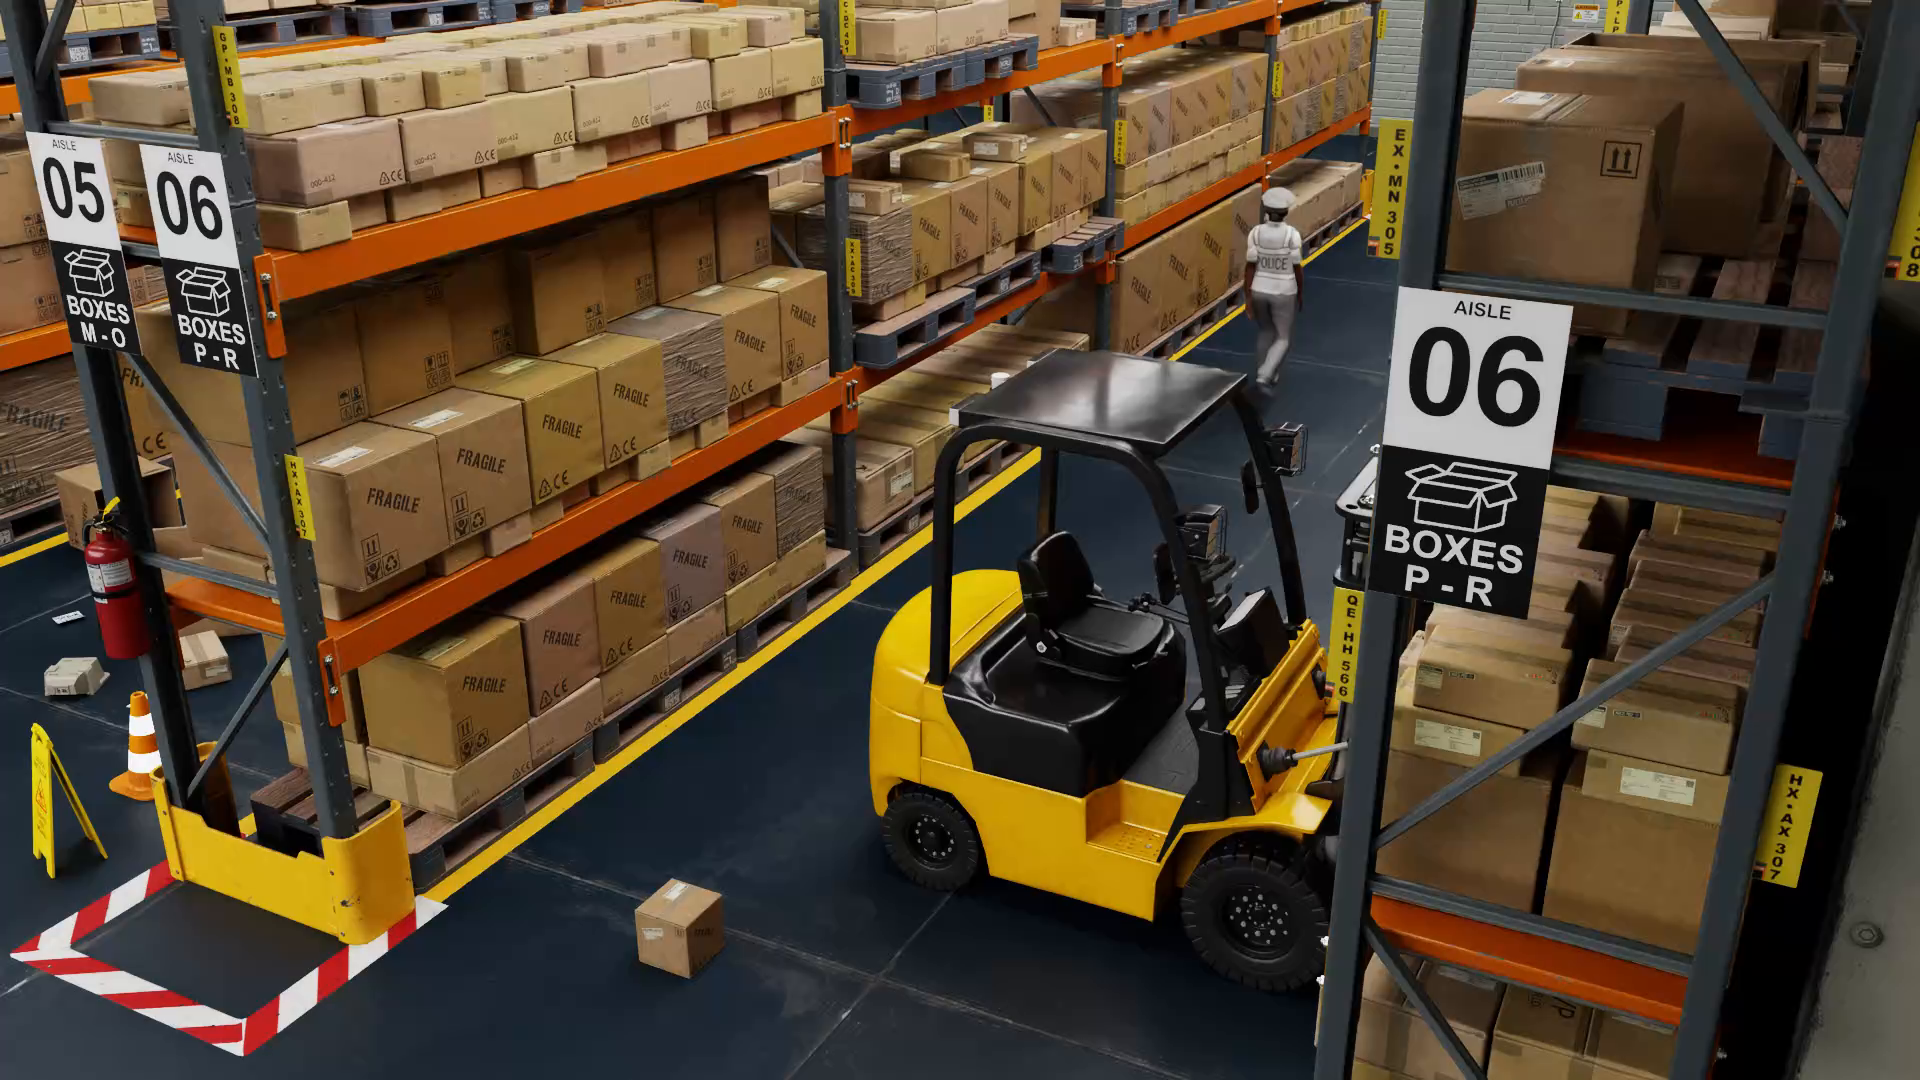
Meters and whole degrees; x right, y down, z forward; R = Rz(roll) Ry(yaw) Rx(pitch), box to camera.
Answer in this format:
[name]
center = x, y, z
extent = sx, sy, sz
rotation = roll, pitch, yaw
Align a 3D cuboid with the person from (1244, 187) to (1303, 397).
[person]
center = 2.469, -1.956, 13.166
extent = 0.442, 1.655, 0.862
rotation = 12, 26, 27
